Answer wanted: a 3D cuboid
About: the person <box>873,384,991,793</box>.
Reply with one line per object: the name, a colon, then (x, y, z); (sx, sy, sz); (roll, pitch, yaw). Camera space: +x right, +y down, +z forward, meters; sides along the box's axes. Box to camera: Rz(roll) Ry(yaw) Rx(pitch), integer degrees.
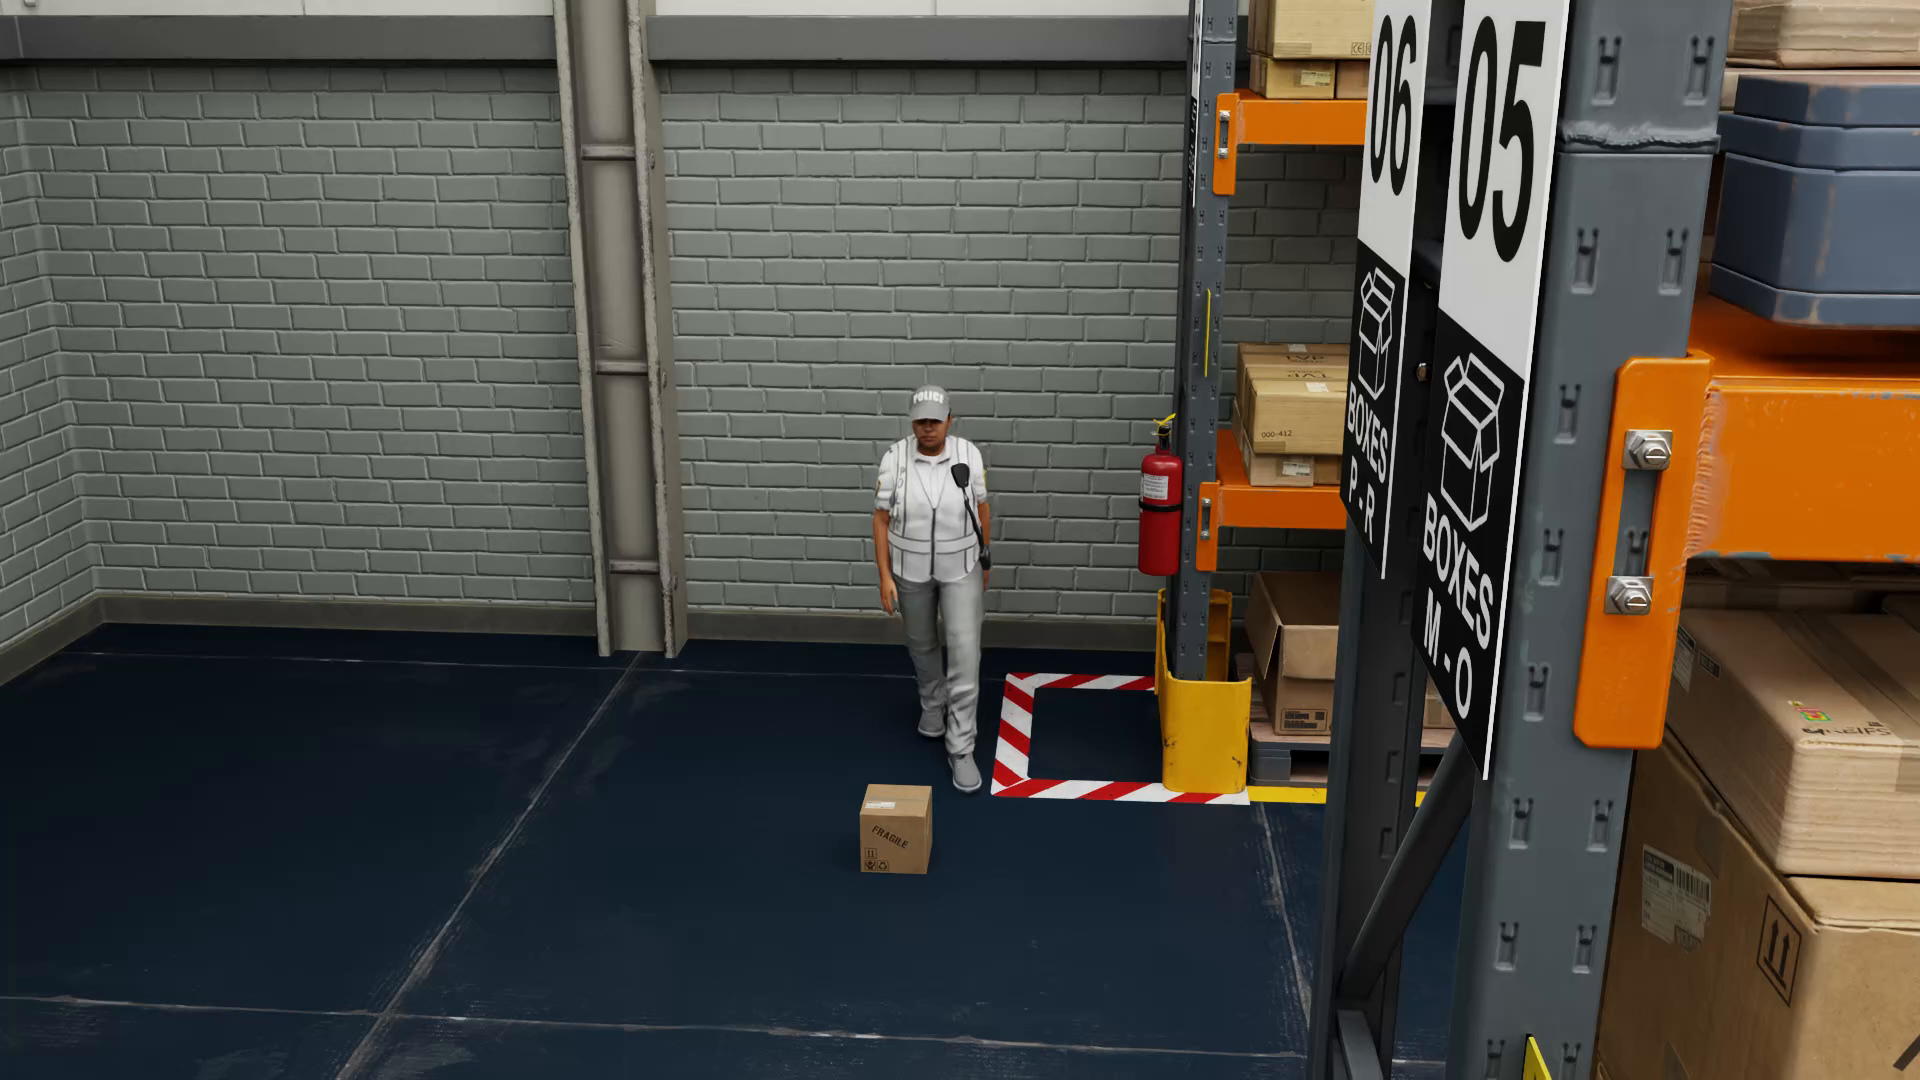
person: (-0.121, 0.148, 7.050); (0.496, 1.636, 0.808); (1, 18, 4)
